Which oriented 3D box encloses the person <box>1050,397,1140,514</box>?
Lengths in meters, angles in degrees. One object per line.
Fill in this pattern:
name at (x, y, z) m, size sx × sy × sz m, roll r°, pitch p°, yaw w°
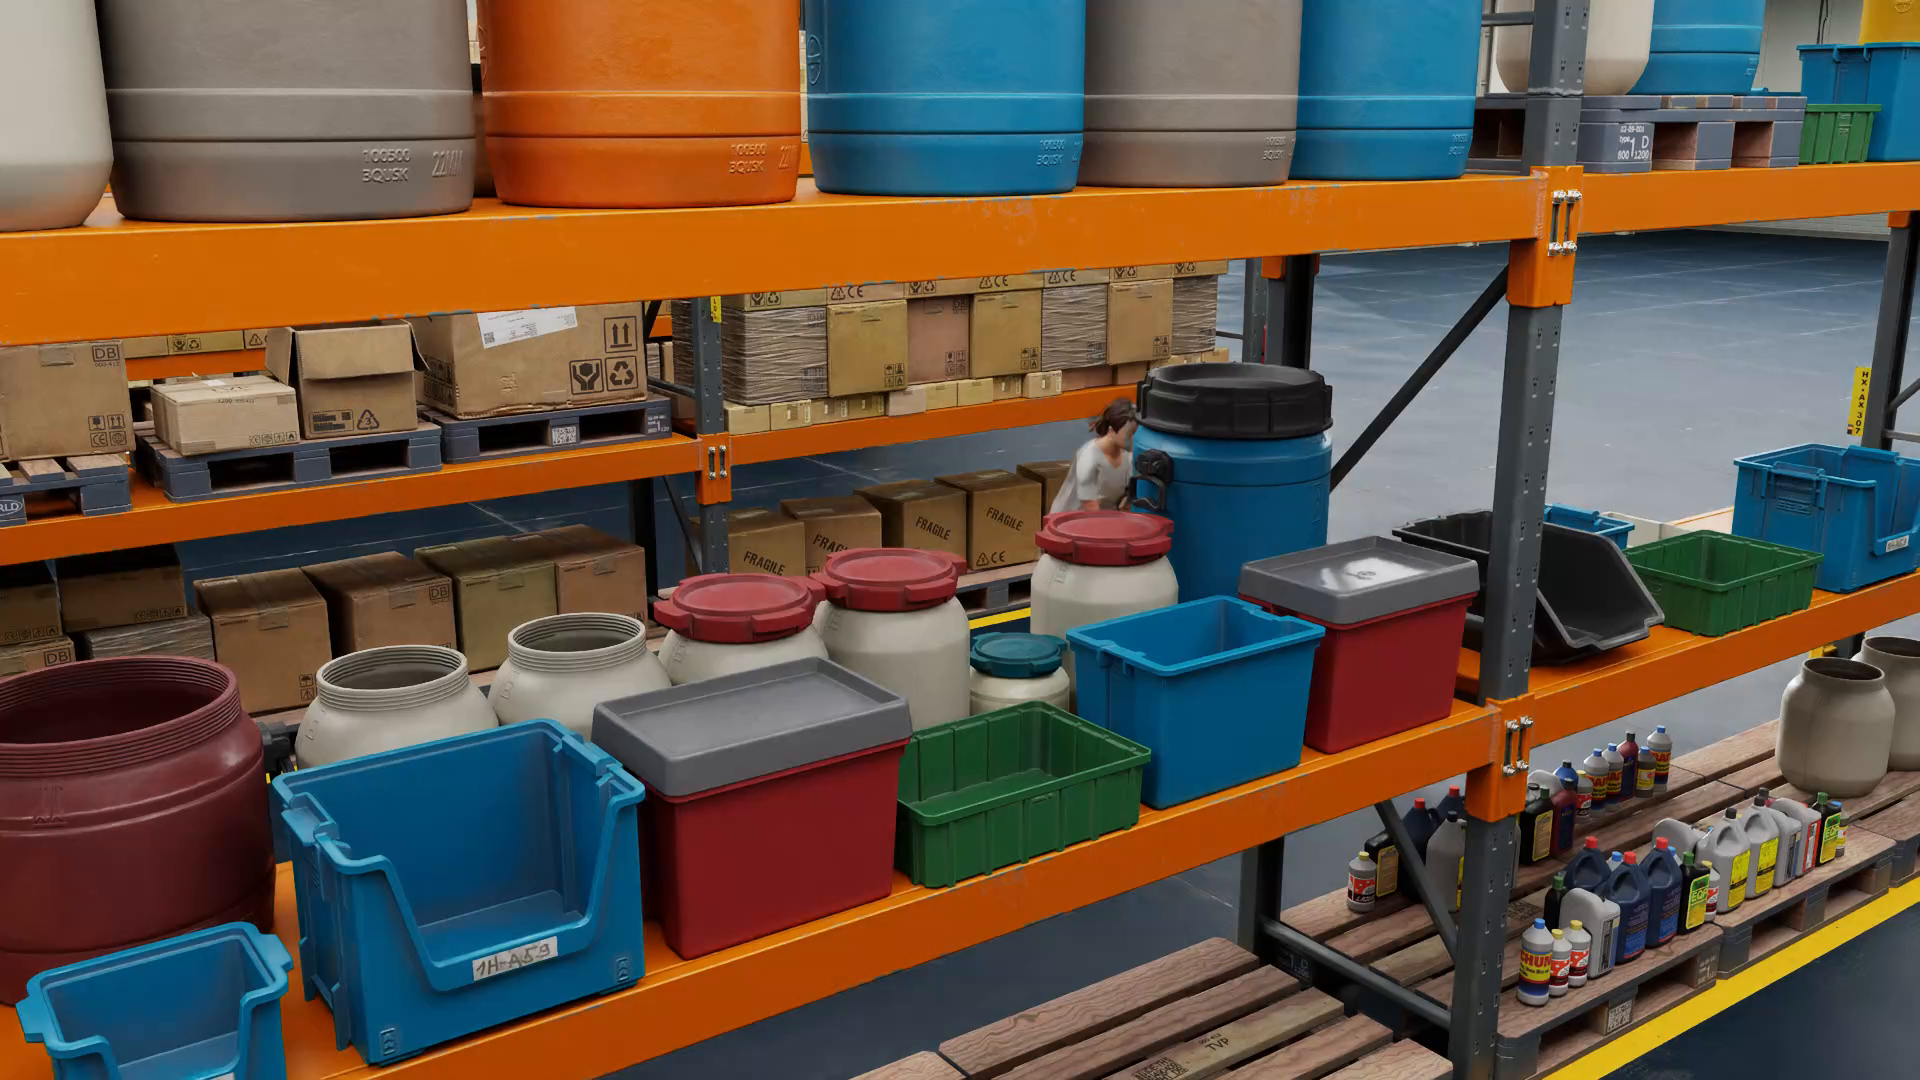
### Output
person at (0.710, 0.037, 8.538) m, size 0.404 × 1.597 × 0.546 m, roll -11°, pitch 18°, yaw -36°
